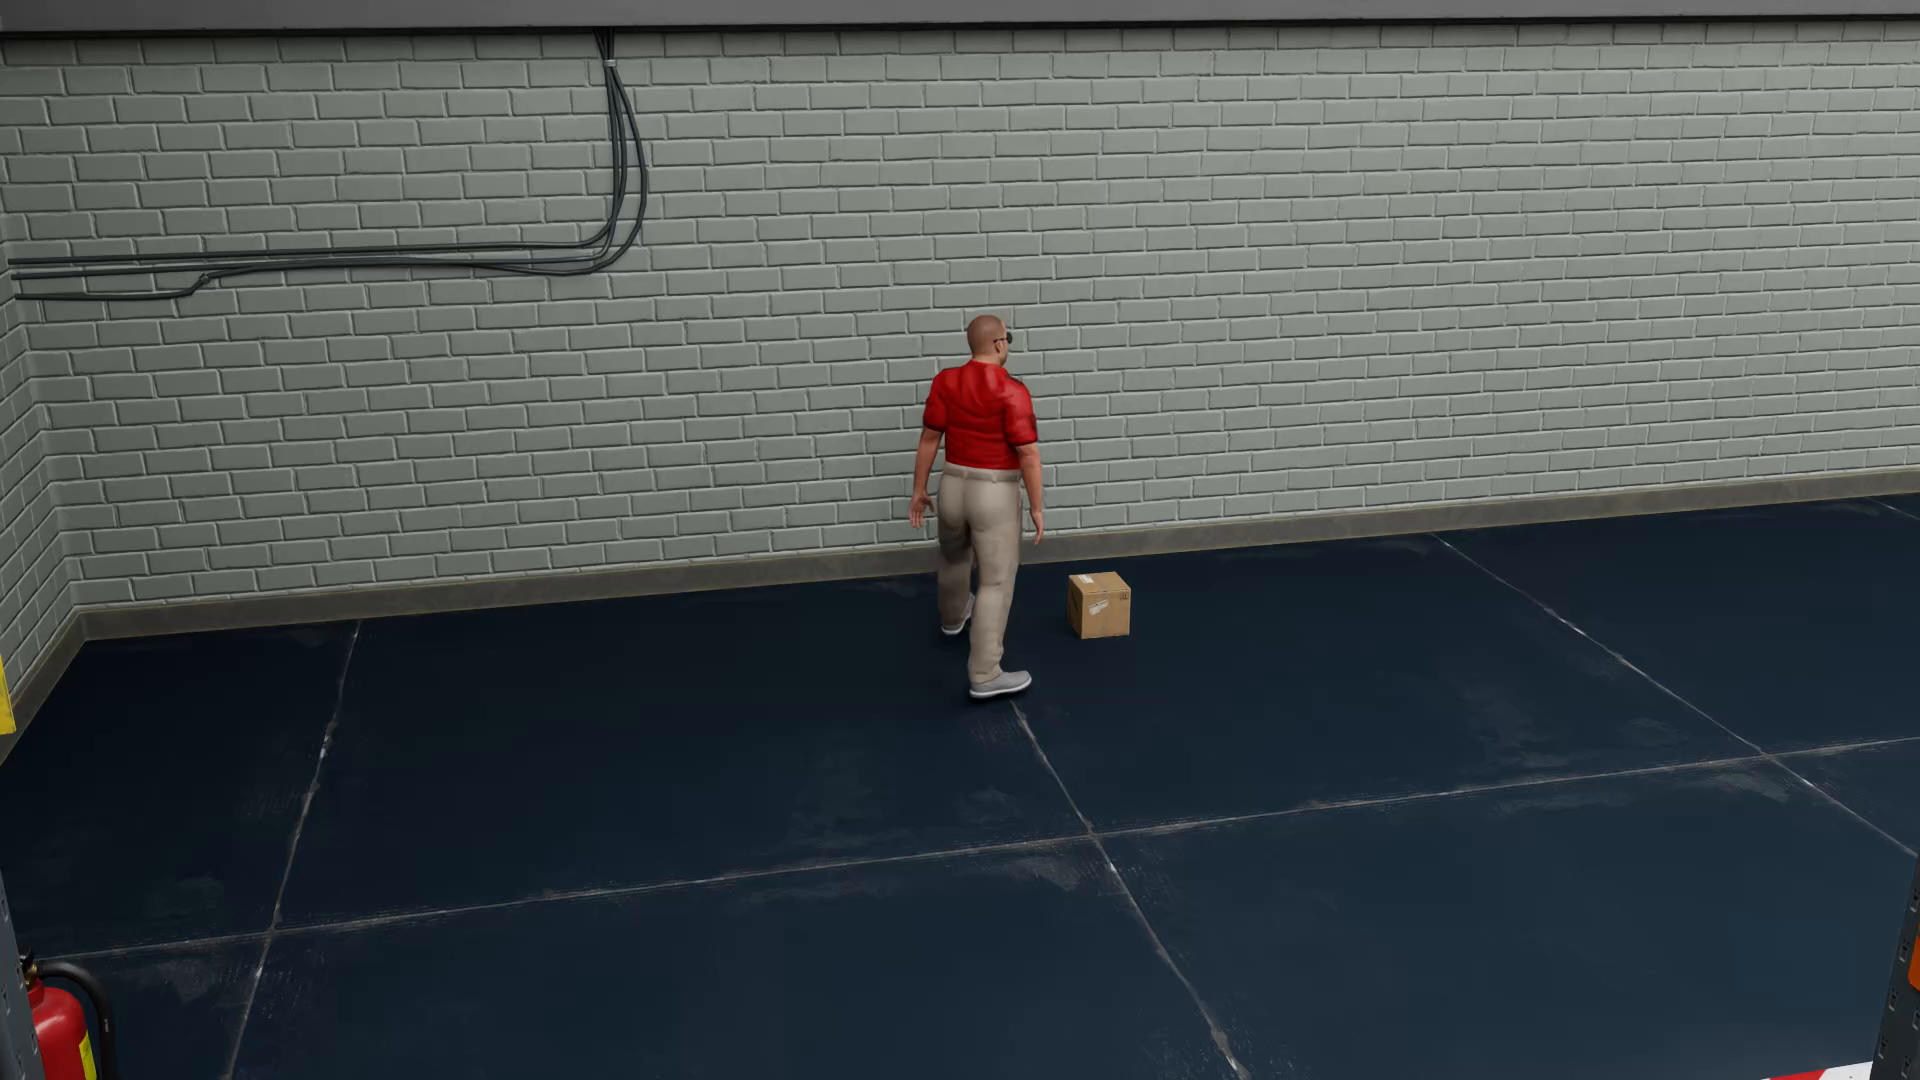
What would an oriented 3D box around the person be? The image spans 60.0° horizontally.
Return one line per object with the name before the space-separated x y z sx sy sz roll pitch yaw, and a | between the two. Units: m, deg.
person | 0.097 -0.226 7.723 0.767 1.688 0.841 12 23 31
